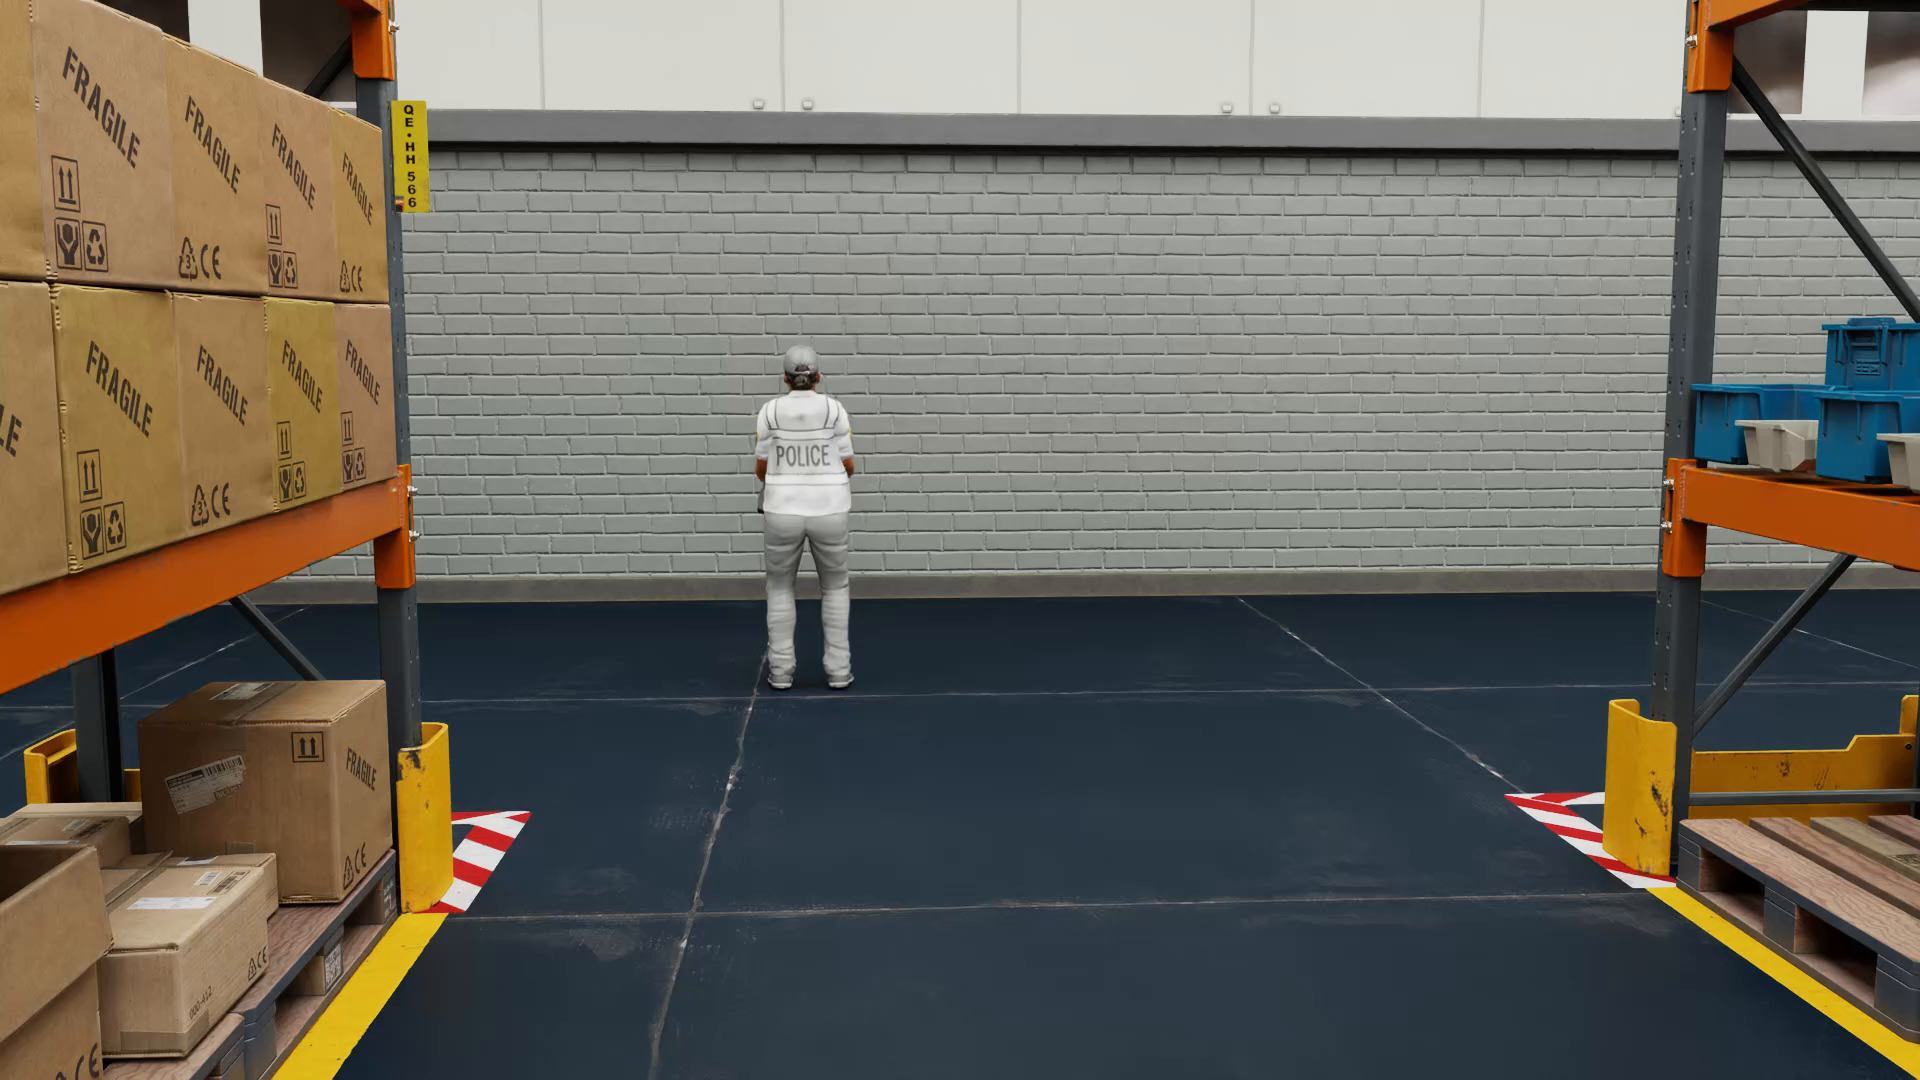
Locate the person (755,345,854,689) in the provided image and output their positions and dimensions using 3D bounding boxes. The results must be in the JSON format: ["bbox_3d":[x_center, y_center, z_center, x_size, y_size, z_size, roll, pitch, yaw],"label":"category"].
[{"bbox_3d":[-0.758,-0.115,8.155,0.480,1.668,0.523,-1,7,-4],"label":"person"}]
